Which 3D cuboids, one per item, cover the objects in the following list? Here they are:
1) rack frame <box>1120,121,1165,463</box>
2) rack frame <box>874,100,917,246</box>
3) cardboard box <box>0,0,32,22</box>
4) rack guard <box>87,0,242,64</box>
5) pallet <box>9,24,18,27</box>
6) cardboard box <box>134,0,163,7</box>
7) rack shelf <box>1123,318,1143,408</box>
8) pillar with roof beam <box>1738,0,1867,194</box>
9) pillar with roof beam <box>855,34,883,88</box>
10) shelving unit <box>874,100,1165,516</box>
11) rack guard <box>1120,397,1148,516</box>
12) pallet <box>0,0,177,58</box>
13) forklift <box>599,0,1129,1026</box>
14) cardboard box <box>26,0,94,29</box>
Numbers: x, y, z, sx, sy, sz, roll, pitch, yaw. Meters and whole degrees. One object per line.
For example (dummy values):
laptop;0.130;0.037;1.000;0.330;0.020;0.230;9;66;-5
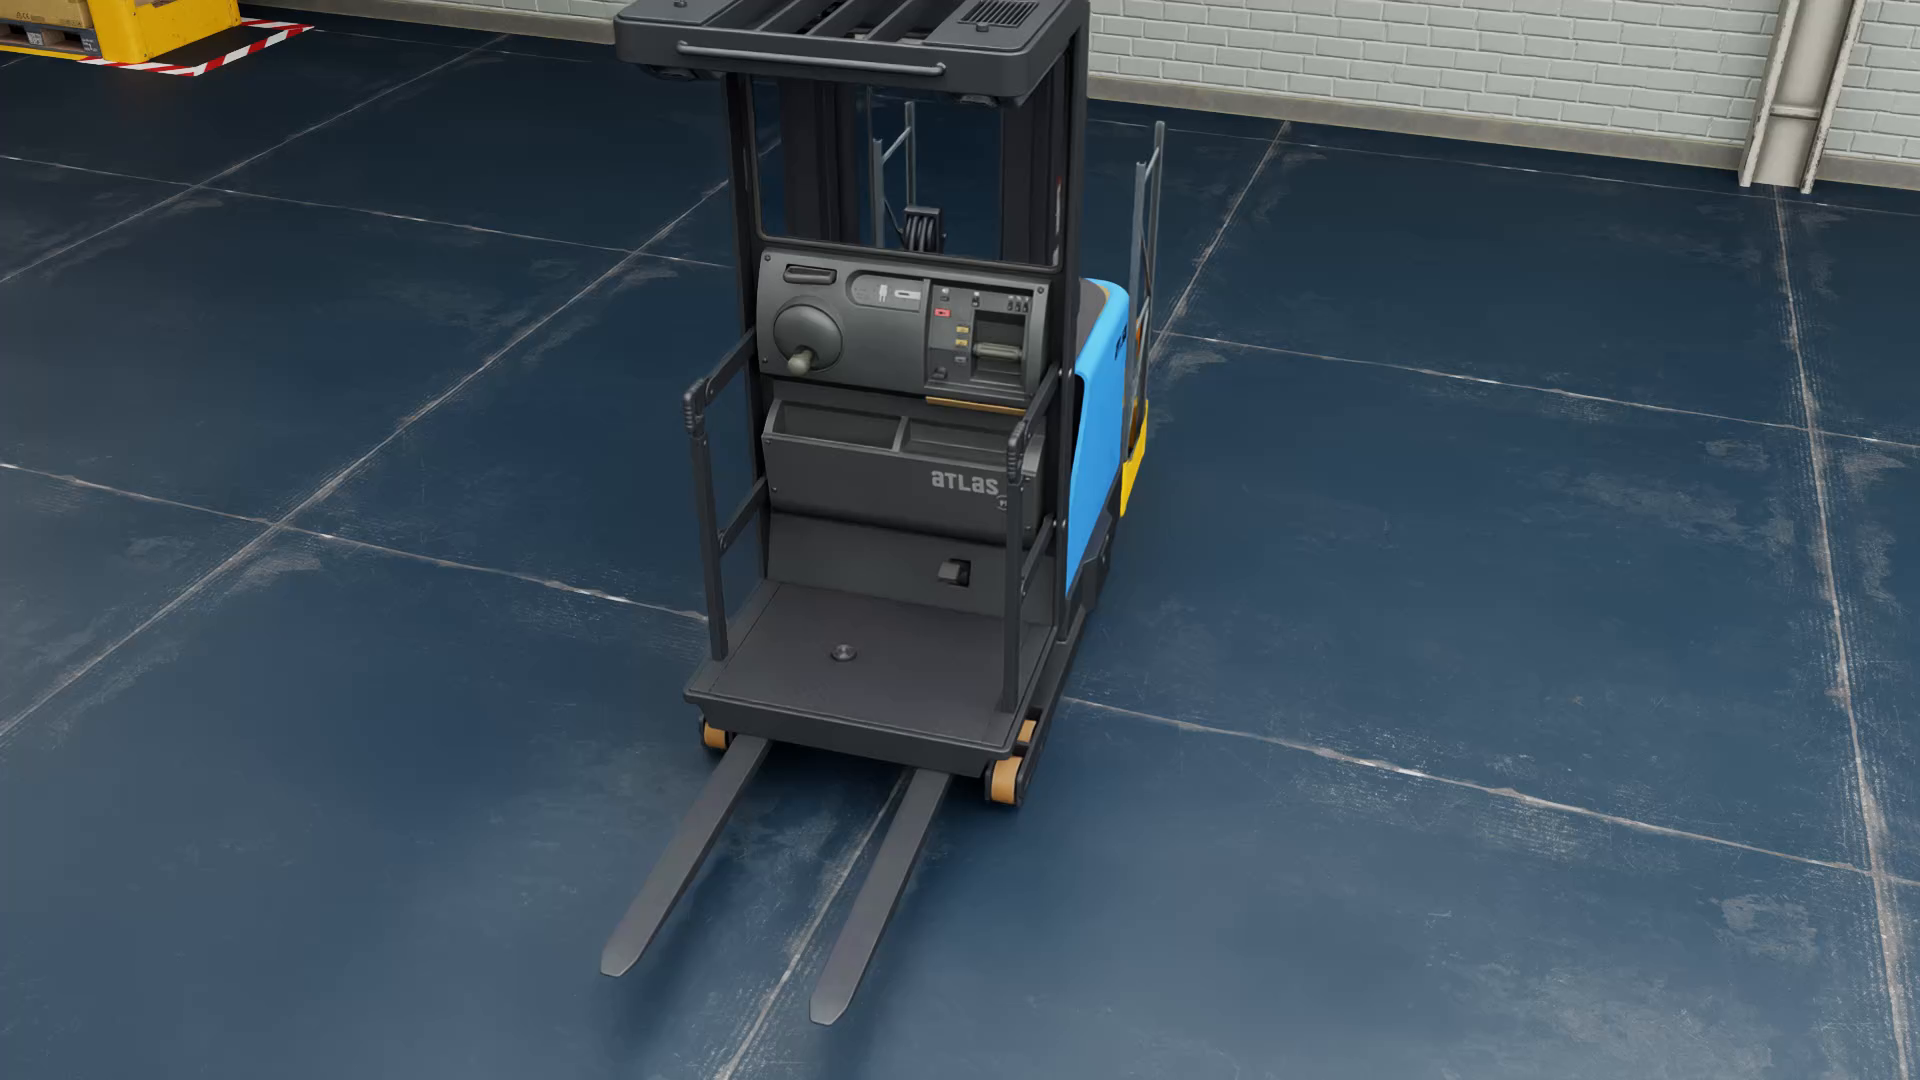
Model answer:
rack frame;0.727;-0.883;6.735;0.032;1.500;0.500;8;34;12
rack frame;-0.257;-1.021;6.949;0.032;1.500;0.500;8;34;12
cardboard box;-6.997;-4.099;12.481;0.500;0.250;0.500;11;34;16
rack guard;-5.961;-4.003;12.489;0.348;0.500;1.175;11;34;16
pallet;-7.862;-4.229;13.105;1.213;0.211;1.003;11;34;16
cardboard box;-6.380;-4.268;12.743;0.500;0.250;0.500;11;34;17
rack shelf;0.235;-0.801;6.940;1.000;0.185;0.538;8;34;12
pillar with roof beam;3.509;-3.771;4.295;0.400;9.000;9.100;11;34;16
pillar with roof beam;-2.139;-4.869;5.995;0.400;9.000;9.100;11;34;16
shelving unit;0.226;-0.953;6.844;1.083;1.500;0.587;8;34;12
rack guard;0.709;-0.361;7.078;0.087;0.250;0.587;8;34;12
pallet;-6.717;-4.004;12.757;1.213;0.211;1.003;11;34;16
forklift;-0.244;-0.608;4.990;1.130;2.935;3.031;9;34;13
cardboard box;-6.532;-4.003;12.333;0.500;0.250;0.500;11;35;17
